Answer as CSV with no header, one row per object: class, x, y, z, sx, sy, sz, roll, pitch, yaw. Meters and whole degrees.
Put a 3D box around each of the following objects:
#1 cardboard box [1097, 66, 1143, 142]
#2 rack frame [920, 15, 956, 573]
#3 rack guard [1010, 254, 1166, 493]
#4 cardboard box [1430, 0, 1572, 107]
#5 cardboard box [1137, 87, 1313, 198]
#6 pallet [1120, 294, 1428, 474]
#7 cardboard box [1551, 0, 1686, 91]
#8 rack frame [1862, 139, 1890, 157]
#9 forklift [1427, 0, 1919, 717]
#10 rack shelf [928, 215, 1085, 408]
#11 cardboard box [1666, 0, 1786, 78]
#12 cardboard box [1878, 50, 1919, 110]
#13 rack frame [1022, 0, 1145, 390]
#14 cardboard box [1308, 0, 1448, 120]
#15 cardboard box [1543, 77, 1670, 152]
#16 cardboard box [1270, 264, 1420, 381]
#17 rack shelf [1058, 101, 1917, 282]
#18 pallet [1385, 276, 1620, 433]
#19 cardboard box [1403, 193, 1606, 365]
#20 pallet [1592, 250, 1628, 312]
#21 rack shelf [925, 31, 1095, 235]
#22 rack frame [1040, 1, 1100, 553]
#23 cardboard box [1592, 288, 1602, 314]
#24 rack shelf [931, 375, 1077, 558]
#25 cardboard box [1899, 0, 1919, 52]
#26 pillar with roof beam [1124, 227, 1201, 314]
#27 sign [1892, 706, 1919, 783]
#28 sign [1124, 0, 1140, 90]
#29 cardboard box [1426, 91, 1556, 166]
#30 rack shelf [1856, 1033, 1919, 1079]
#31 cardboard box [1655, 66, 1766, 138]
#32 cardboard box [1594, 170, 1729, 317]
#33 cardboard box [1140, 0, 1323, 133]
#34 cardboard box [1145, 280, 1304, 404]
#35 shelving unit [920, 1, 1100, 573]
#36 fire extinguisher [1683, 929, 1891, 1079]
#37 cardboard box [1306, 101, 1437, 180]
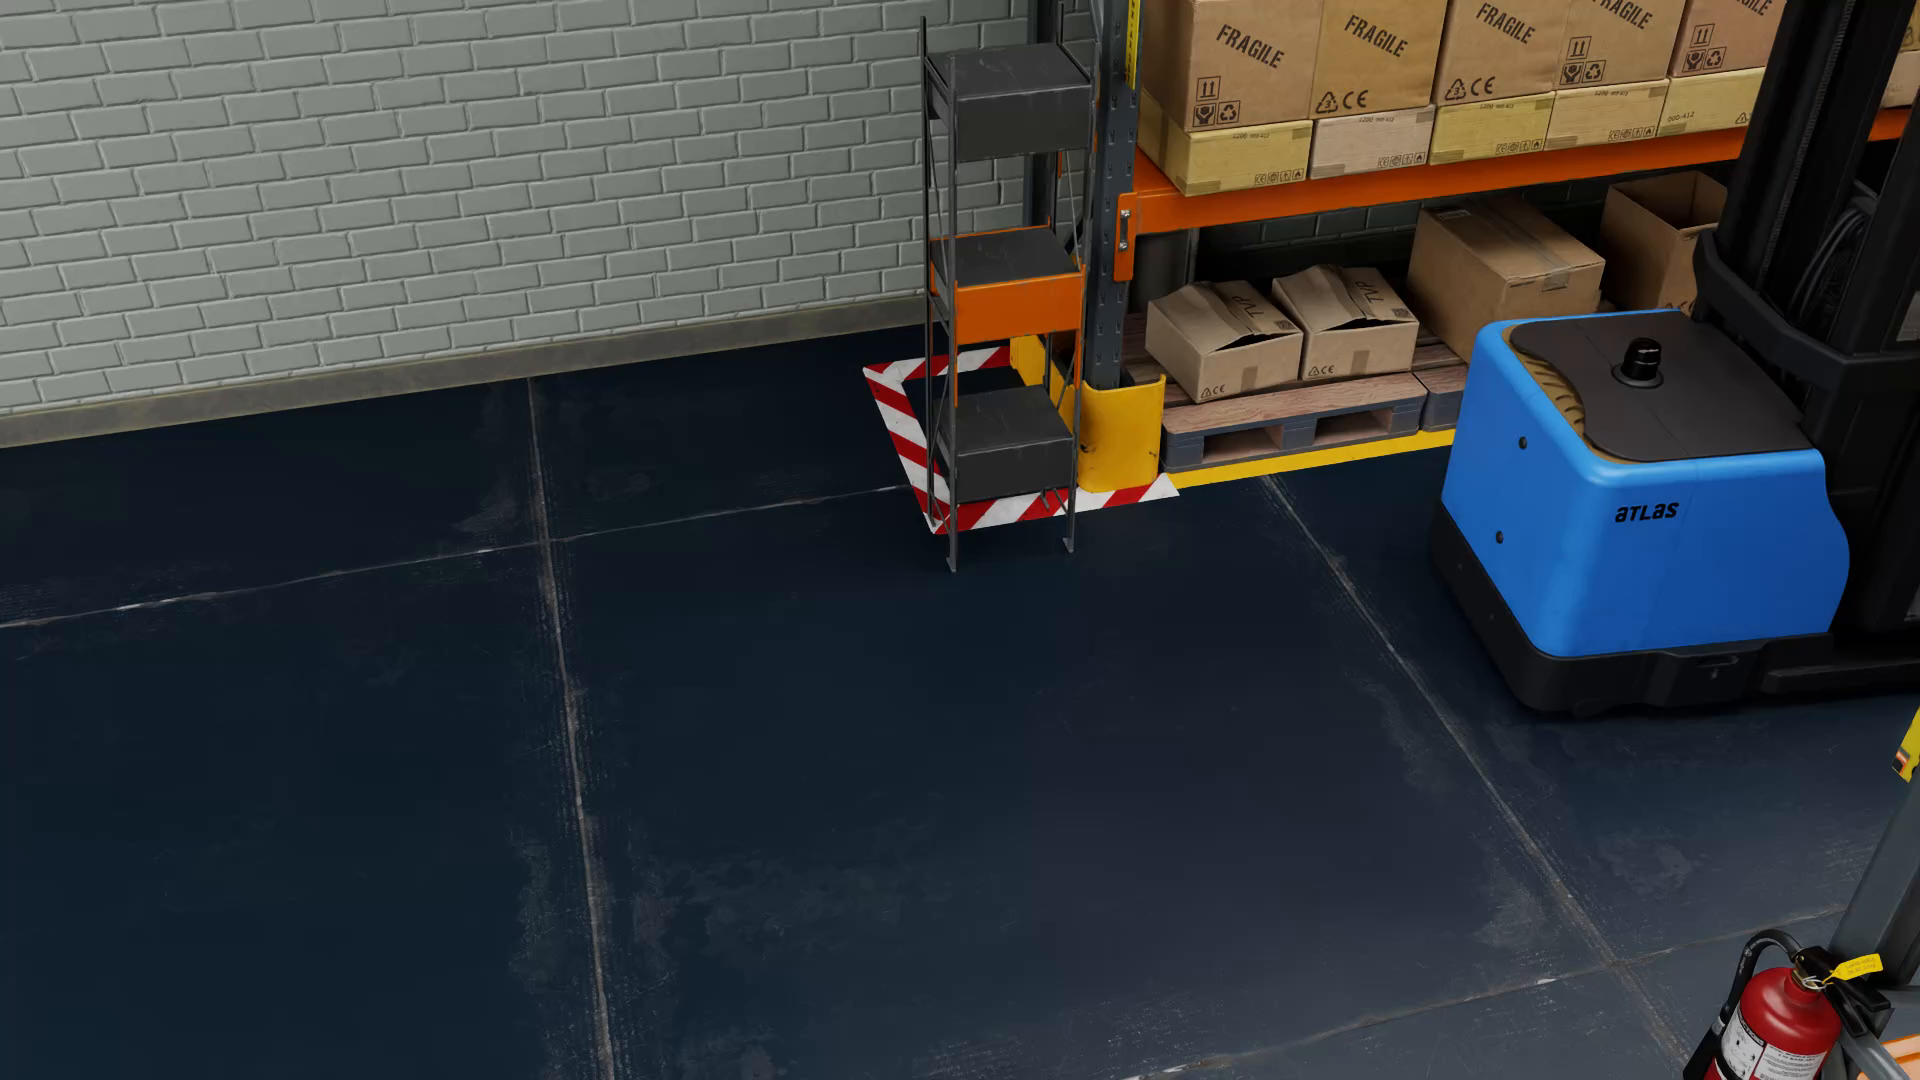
cardboard box,0.866,-1.875,6.839,0.500,0.250,0.500,-9,38,-11
rack frame,-0.076,-0.821,6.095,0.015,2.100,0.400,-9,38,-12
rack guard,0.538,-0.758,7.329,0.348,0.500,1.175,-9,38,-12
cardboard box,1.985,-2.035,6.431,0.500,0.500,0.500,-11,39,-13
cardboard box,1.019,-1.578,6.451,0.500,0.250,0.500,-10,39,-13
pallet,1.332,-0.751,7.558,1.213,0.211,1.003,-9,38,-12
cardboard box,2.480,-2.123,6.547,0.500,0.500,0.500,-8,38,-11
rack frame,4.327,-2.372,7.382,0.127,3.000,1.000,-9,38,-12
forklift,3.411,-0.941,5.568,3.031,2.935,1.130,-5,38,-6
rack shelf,0.160,-0.849,6.154,0.480,0.518,0.431,-9,38,-12
cardboard box,2.982,-2.206,6.655,0.500,0.500,0.500,-10,39,-13
cardboard box,3.949,-2.068,7.091,0.500,0.250,0.500,-9,38,-12
rack frame,0.465,-1.738,6.554,0.127,3.000,1.000,-9,38,-12
cardboard box,1.484,-1.956,6.328,0.500,0.500,0.500,-9,38,-12
cardboard box,2.499,-1.824,6.773,0.500,0.250,0.500,-9,38,-12
cardboard box,1.707,-0.992,7.429,0.500,0.311,0.500,-6,38,-8
rack shelf,2.396,-1.769,7.186,4.000,0.370,1.077,-9,38,-12
pallet,2.508,-0.942,7.808,1.213,0.211,1.003,-9,38,-12
cardboard box,2.428,-1.154,7.485,0.500,0.500,0.700,-12,39,-15
pallet,3.688,-1.137,8.063,1.213,0.211,1.003,-9,38,-12
rack shelf,0.160,-1.405,5.729,0.480,0.518,0.431,-9,38,-12
rack frame,0.395,-0.899,6.197,0.015,2.100,0.400,-9,38,-12
cardboard box,2.777,-1.173,7.799,0.250,0.149,0.380,-12,39,-16
rack shelf,0.160,-0.293,6.580,0.480,0.518,0.431,-9,38,-12
cardboard box,3.951,-2.362,6.859,0.500,0.500,0.500,-9,38,-12
pillar with roof beam,2.038,-2.214,2.238,0.400,9.000,9.100,-9,38,-12
sign,1.632,0.292,2.751,0.005,0.325,0.100,-9,38,-12
sign,0.607,-1.764,5.875,0.005,0.325,0.100,-9,38,-12
cardboard box,2.010,-1.746,6.670,0.500,0.250,0.500,-10,39,-13
rack shelf,3.691,1.136,3.389,4.000,0.370,1.077,-9,38,-12
cardboard box,2.984,-1.905,6.878,0.500,0.250,0.500,-10,38,-12
cardboard box,3.335,-1.366,7.762,0.500,0.500,0.500,-12,39,-15
cardboard box,1.004,-1.884,6.234,0.500,0.500,0.500,-9,38,-12
cardboard box,1.157,-0.902,7.311,0.500,0.311,0.500,-14,39,-17
shelving unit,0.160,-0.860,6.146,0.503,2.100,0.431,-9,38,-12
fire extinguisher,1.525,0.944,3.111,0.183,0.674,0.296,-9,38,-12
cardboard box,1.517,-1.668,6.569,0.500,0.250,0.500,-10,39,-13
